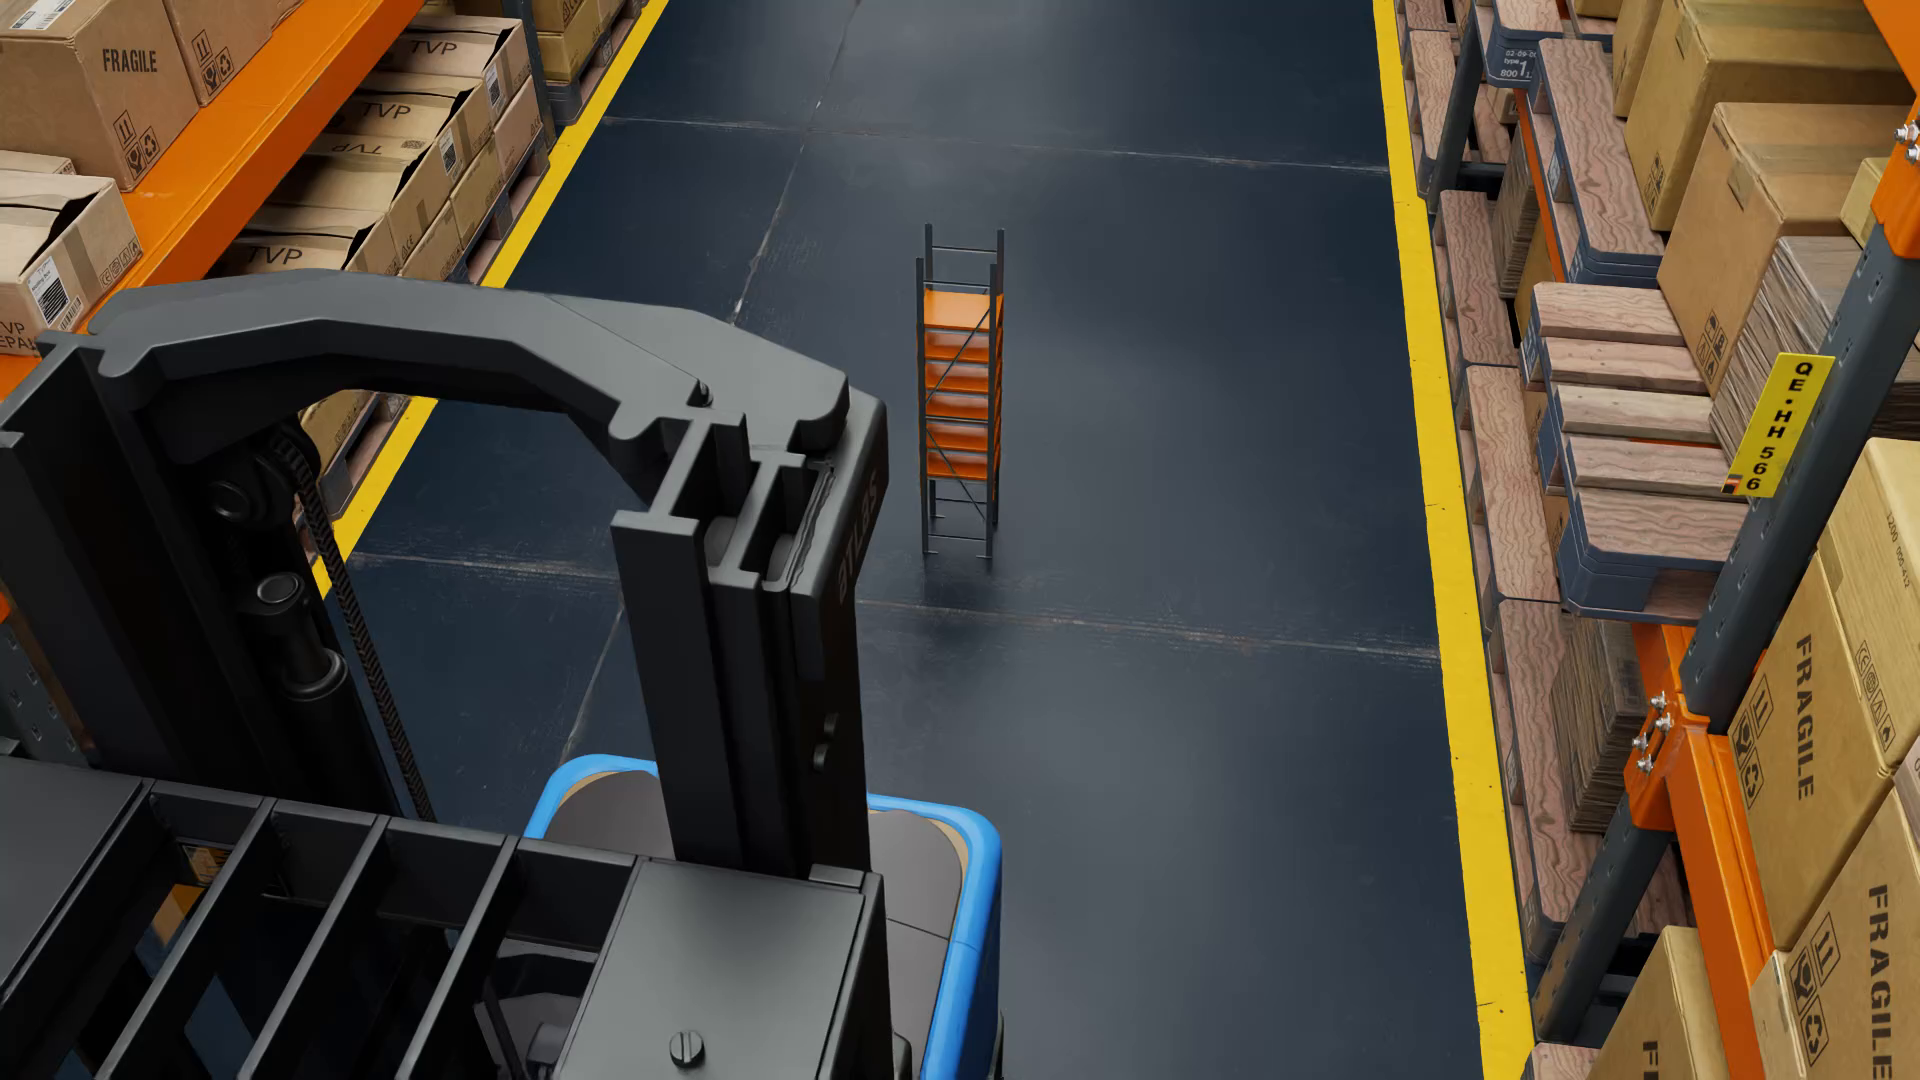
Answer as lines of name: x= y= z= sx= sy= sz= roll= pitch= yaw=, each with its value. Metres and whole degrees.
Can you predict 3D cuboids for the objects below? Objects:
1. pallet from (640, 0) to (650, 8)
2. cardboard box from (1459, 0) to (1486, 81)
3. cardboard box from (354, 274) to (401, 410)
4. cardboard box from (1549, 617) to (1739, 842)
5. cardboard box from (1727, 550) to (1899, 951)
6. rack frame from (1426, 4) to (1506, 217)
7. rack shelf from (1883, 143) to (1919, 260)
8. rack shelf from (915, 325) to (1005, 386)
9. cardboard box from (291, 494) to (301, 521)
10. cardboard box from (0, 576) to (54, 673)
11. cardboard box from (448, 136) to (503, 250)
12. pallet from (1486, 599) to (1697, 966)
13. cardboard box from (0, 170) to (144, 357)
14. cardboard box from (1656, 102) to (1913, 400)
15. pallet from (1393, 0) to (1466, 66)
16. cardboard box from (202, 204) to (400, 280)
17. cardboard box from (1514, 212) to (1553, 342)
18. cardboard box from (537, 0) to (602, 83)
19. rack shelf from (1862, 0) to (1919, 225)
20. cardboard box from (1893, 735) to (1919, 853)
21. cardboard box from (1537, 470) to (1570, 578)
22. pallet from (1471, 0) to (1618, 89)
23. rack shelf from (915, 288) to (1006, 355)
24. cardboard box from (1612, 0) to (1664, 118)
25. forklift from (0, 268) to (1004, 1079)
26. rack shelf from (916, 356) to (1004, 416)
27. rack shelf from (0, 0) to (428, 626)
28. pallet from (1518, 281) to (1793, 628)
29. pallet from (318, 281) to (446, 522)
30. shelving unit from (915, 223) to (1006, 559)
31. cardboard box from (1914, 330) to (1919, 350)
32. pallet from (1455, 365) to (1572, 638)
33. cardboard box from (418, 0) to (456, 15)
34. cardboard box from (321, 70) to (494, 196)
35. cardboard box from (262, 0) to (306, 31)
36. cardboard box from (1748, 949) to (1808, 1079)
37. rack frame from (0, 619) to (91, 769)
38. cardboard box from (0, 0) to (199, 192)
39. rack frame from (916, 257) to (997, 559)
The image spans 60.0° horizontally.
pallet: x=-2.063 y=-3.301 z=9.082 sx=1.003 sy=0.211 sz=1.213 roll=5 pitch=44 yaw=6
cardboard box: x=2.640 y=-2.457 z=7.661 sx=0.500 sy=0.500 sz=0.500 roll=2 pitch=43 yaw=2
cardboard box: x=-2.341 y=-0.746 z=6.051 sx=0.500 sy=0.250 sz=0.500 roll=6 pitch=44 yaw=6
cardboard box: x=2.057 y=0.485 z=4.554 sx=0.700 sy=0.500 sz=0.500 roll=6 pitch=44 yaw=6
cardboard box: x=1.695 y=0.389 z=2.854 sx=0.500 sy=0.500 sz=0.500 roll=6 pitch=44 yaw=7
rack frame: x=2.542 y=-2.494 z=6.202 sx=1.000 sy=3.000 sz=0.127 roll=5 pitch=44 yaw=6
rack shelf: x=1.749 y=0.768 z=1.099 sx=1.077 sy=0.370 sz=4.000 roll=5 pitch=44 yaw=6
rack shelf: x=0.002 y=-0.588 z=5.213 sx=0.258 sy=0.103 sz=0.180 roll=5 pitch=44 yaw=6
cardboard box: x=-2.472 y=-0.042 z=5.307 sx=0.500 sy=0.250 sz=0.500 roll=4 pitch=44 yaw=4
cardboard box: x=-2.537 y=0.097 z=4.753 sx=0.500 sy=0.311 sz=0.500 roll=7 pitch=44 yaw=7
cardboard box: x=-2.205 y=-1.442 z=6.786 sx=0.500 sy=0.250 sz=0.500 roll=5 pitch=44 yaw=5
pallet: x=2.118 y=0.713 z=4.844 sx=1.003 sy=0.211 sz=1.213 roll=5 pitch=44 yaw=6
cardboard box: x=-2.587 y=-0.775 z=4.451 sx=0.500 sy=0.311 sz=0.500 roll=5 pitch=44 yaw=5
cardboard box: x=2.112 y=-0.668 z=3.881 sx=0.700 sy=0.500 sz=0.500 roll=1 pitch=43 yaw=2
pallet: x=2.755 y=-2.776 z=8.528 sx=1.003 sy=0.211 sz=1.213 roll=5 pitch=44 yaw=6
cardboard box: x=-2.339 y=-0.960 z=5.868 sx=0.500 sy=0.311 sz=0.500 roll=5 pitch=44 yaw=5
cardboard box: x=2.443 y=-0.886 z=6.002 sx=0.700 sy=0.500 sz=0.500 roll=4 pitch=44 yaw=5
cardboard box: x=-2.007 y=-2.384 z=7.780 sx=0.500 sy=0.250 sz=0.500 roll=5 pitch=44 yaw=6
rack shelf: x=2.278 y=-1.959 z=3.978 sx=1.077 sy=0.370 sz=4.000 roll=5 pitch=44 yaw=6
cardboard box: x=1.627 y=0.461 z=2.232 sx=0.500 sy=0.250 sz=0.500 roll=5 pitch=44 yaw=5
cardboard box: x=2.278 y=-0.197 z=5.274 sx=0.700 sy=0.500 sz=0.500 roll=5 pitch=44 yaw=5
pallet: x=2.297 y=-1.916 z=5.732 sx=1.003 sy=0.211 sz=1.213 roll=5 pitch=44 yaw=6
rack shelf: x=0.002 y=-0.675 z=5.131 sx=0.258 sy=0.103 sz=0.180 roll=5 pitch=44 yaw=6
cardboard box: x=2.304 y=-1.514 z=4.775 sx=0.700 sy=0.500 sz=0.500 roll=11 pitch=45 yaw=11
forklift: x=-0.668 y=1.238 z=2.311 sx=1.130 sy=2.935 sz=3.031 roll=7 pitch=44 yaw=8
rack shelf: x=0.002 y=-0.500 z=5.296 sx=0.258 sy=0.103 sz=0.180 roll=5 pitch=44 yaw=6
rack shelf: x=-2.633 y=-1.317 z=5.483 sx=1.077 sy=0.370 sz=4.000 roll=5 pitch=44 yaw=6
pallet: x=2.002 y=-0.193 z=3.912 sx=1.213 sy=0.211 sz=1.003 roll=5 pitch=44 yaw=6
pallet: x=-2.586 y=-0.589 z=6.219 sx=1.003 sy=0.211 sz=1.213 roll=5 pitch=44 yaw=6
shelving unit: x=0.002 y=-0.446 z=5.348 sx=0.258 sy=1.200 sz=0.189 roll=5 pitch=44 yaw=6
cardboard box: x=2.029 y=-0.437 z=3.165 sx=0.380 sy=0.149 sz=0.250 roll=0 pitch=43 yaw=0
pallet: x=2.282 y=-0.116 z=5.719 sx=1.003 sy=0.211 sz=1.213 roll=5 pitch=44 yaw=6
cardboard box: x=-2.524 y=-2.431 z=7.830 sx=0.500 sy=0.250 sz=0.500 roll=5 pitch=44 yaw=6
cardboard box: x=-2.201 y=-1.642 z=6.589 sx=0.500 sy=0.311 sz=0.500 roll=6 pitch=44 yaw=7
cardboard box: x=-2.556 y=-2.097 z=5.710 sx=0.500 sy=0.500 sz=0.500 roll=8 pitch=44 yaw=9
cardboard box: x=1.579 y=0.864 z=2.824 sx=0.380 sy=0.149 sz=0.250 roll=6 pitch=44 yaw=7
rack frame: x=-2.898 y=-0.215 z=3.796 sx=1.000 sy=3.000 sz=0.127 roll=5 pitch=44 yaw=6
cardboard box: x=-2.692 y=-1.397 z=4.971 sx=0.500 sy=0.500 sz=0.500 roll=3 pitch=44 yaw=3
rack frame: x=-0.010 y=-0.383 z=5.282 sx=0.240 sy=1.200 sz=0.006 roll=5 pitch=44 yaw=6
